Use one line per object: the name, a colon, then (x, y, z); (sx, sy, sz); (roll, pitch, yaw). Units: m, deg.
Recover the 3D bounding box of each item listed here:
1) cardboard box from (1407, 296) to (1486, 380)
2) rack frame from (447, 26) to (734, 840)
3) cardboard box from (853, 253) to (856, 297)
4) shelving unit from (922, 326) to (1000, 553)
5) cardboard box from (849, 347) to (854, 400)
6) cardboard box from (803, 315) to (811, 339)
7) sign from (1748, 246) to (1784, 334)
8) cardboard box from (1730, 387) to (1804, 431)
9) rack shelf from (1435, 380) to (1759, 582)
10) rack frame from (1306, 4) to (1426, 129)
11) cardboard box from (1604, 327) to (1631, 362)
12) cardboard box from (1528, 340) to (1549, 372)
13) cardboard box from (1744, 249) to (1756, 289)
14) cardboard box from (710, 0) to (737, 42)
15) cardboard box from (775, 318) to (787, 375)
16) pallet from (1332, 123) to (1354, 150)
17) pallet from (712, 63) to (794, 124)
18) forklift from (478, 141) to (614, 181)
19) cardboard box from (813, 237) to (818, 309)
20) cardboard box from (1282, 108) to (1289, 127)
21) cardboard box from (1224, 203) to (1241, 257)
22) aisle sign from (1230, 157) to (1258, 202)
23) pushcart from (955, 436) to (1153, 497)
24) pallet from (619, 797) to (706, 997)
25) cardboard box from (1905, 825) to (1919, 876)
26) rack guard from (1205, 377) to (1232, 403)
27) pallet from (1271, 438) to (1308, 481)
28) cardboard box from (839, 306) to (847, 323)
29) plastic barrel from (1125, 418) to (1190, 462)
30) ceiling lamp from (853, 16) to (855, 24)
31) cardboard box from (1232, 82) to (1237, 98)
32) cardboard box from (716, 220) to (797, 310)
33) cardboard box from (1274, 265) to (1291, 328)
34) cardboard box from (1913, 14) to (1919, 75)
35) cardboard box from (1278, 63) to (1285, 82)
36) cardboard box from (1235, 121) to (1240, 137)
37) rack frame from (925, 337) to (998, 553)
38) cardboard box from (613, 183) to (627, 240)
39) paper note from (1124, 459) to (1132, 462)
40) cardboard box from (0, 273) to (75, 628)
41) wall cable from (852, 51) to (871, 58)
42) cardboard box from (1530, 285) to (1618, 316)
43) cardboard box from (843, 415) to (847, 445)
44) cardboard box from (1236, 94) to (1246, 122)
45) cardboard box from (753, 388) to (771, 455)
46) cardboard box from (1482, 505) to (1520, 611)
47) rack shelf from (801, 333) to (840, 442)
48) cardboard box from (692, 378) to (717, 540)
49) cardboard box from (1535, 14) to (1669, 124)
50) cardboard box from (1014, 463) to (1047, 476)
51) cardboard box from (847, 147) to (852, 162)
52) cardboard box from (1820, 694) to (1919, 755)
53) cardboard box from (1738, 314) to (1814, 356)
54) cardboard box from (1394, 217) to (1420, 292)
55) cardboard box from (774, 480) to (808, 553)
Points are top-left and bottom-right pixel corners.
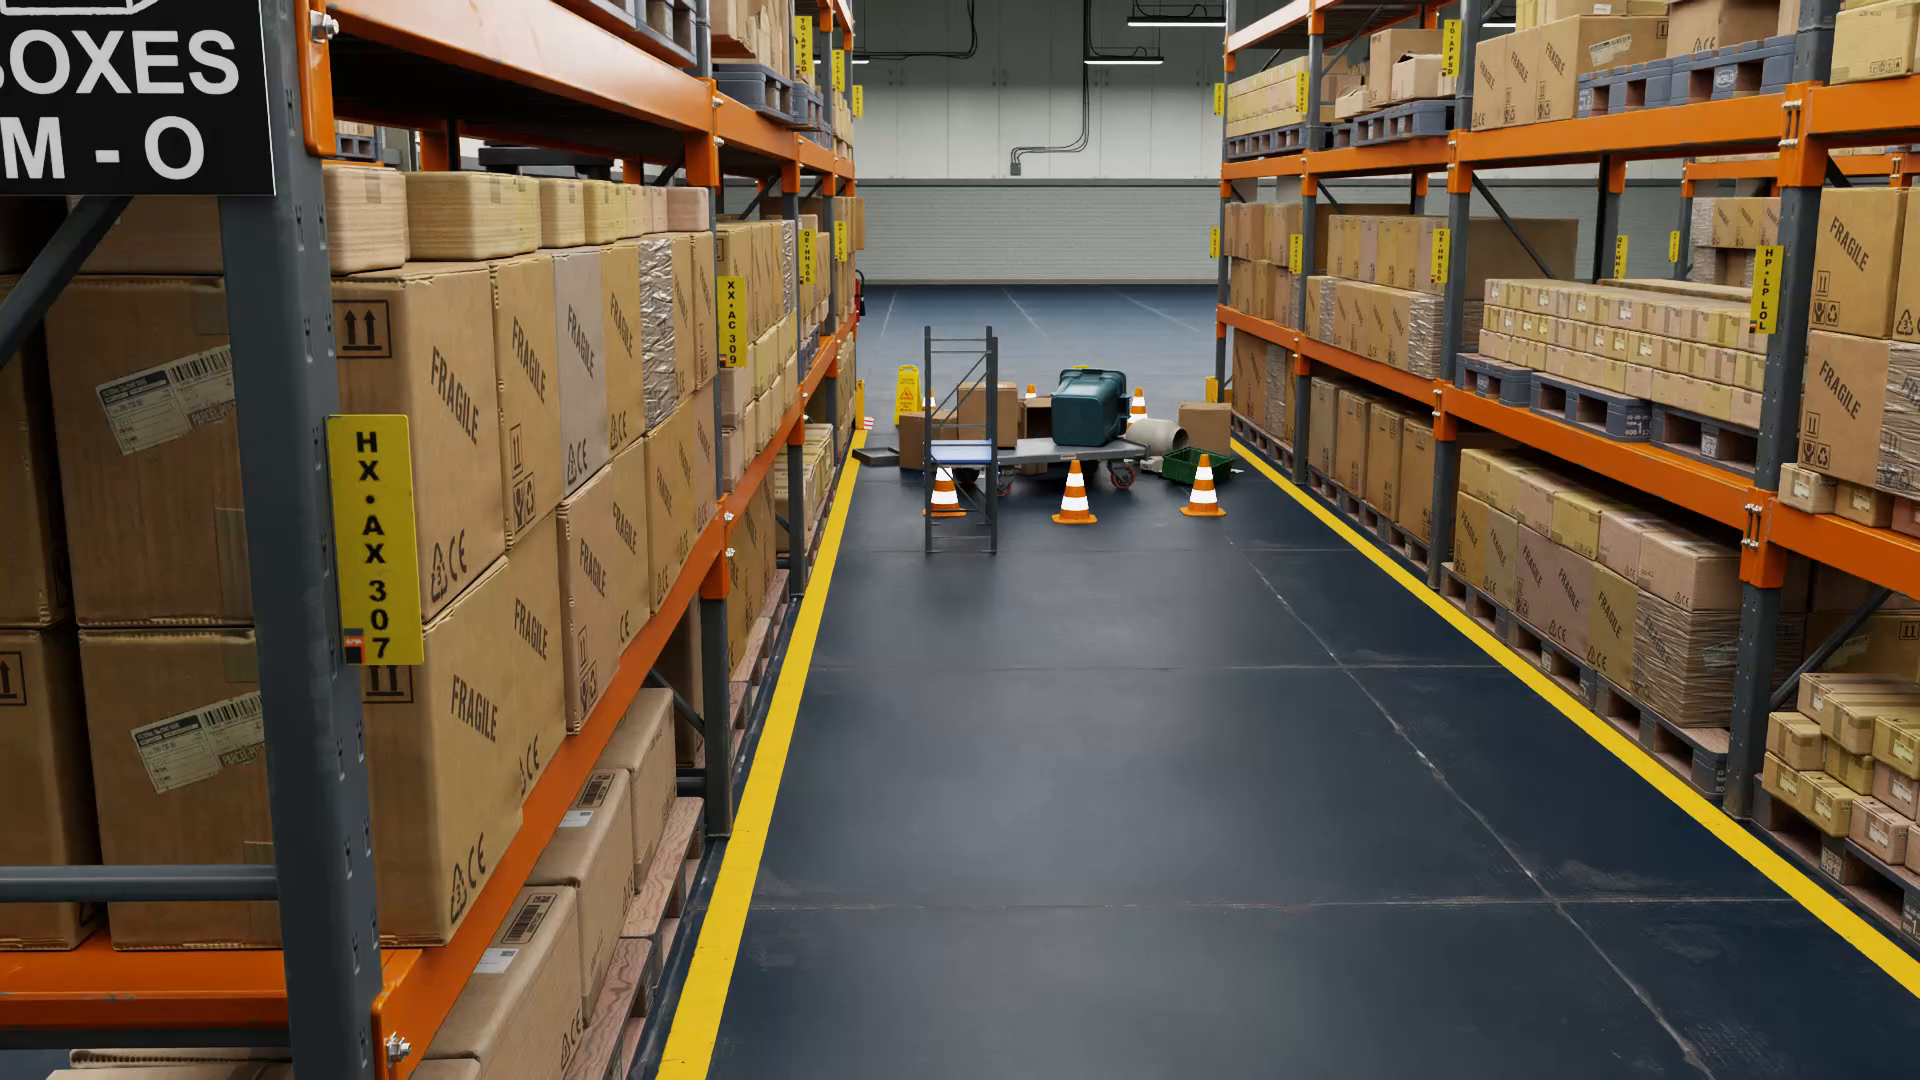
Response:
cardboard box: (3.202, -1.302, 10.680); (0.500, 0.500, 0.500); (0, 11, -1)
rack frame: (-1.385, -0.329, 6.136); (1.000, 3.000, 0.127); (0, 11, -1)
cardboard box: (-1.346, -2.802, 17.328); (0.500, 0.500, 0.500); (0, 11, -2)
shelving unit: (-0.002, -0.752, 11.994); (0.538, 1.500, 1.048); (0, 11, -1)
cardboard box: (-1.341, -1.678, 16.760); (0.500, 0.500, 0.500); (0, 11, 1)
cardboard box: (-1.205, -1.438, 11.177); (0.380, 0.149, 0.250); (0, 11, -1)
sign: (3.007, -0.934, 6.205); (0.100, 0.325, 0.005); (0, 11, -1)
cardboard box: (3.356, -0.530, 6.703); (0.380, 0.149, 0.250); (0, 11, -2)
rack shelf: (3.521, -0.414, 8.366); (1.077, 0.370, 4.000); (0, 11, -1)
rack frame: (3.397, -4.900, 13.577); (1.000, 3.000, 0.127); (0, 11, -1)
cardboard box: (3.326, -0.938, 7.966); (0.380, 0.149, 0.250); (0, 11, -1)
cardboard box: (3.306, -0.997, 9.003); (0.380, 0.149, 0.250); (0, 11, 1)
cardboard box: (8.357, -2.642, 16.537); (0.875, 0.500, 0.500); (0, 11, -1)
cardboard box: (-1.045, -2.040, 6.306); (0.396, 0.266, 0.258); (0, 11, -2)
cardboard box: (-1.158, -0.997, 8.547); (0.500, 0.250, 0.500); (-1, 11, -3)
pallet: (3.465, -3.154, 12.997); (0.805, 0.209, 1.217); (-1, 11, -3)
pallet: (-1.375, -2.151, 8.050); (1.003, 0.211, 1.213); (0, 11, 1)
forklift: (-3.048, -1.701, 13.074); (1.130, 2.935, 3.031); (0, 11, 0)
cardboard box: (-1.283, -1.923, 11.940); (0.500, 0.500, 0.500); (-1, 11, -3)
cardboard box: (3.057, -3.734, 14.699); (0.380, 0.149, 0.250); (0, 11, 0)
cardboard box: (3.283, -3.283, 17.606); (0.875, 0.550, 0.550); (0, 11, -1)
aisle sign: (3.013, -4.042, 17.898); (0.394, 0.787, 0.004); (0, 11, -1)
pushcart: (0.729, -0.653, 14.330); (1.648, 0.377, 0.936); (-4, 12, -21)
pallet: (-1.447, 1.189, 5.666); (1.003, 0.211, 1.213); (0, 11, -1)
cardboard box: (3.366, 1.048, 5.462); (0.380, 0.149, 0.250); (0, 11, -2)
rack guard: (3.314, -1.534, 18.365); (1.175, 0.500, 0.348); (0, 11, -1)
pallet: (3.459, -0.744, 15.197); (1.003, 0.211, 1.213); (0, 11, -1)
cardboard box: (-1.253, -2.114, 15.568); (0.380, 0.149, 0.250); (0, 11, -1)
plastic barrel: (1.840, -0.916, 15.510); (0.512, 0.421, 0.421); (9, 15, 38)
ceiling lamp: (-3.085, -11.756, 32.691); (2.000, 3.185, 0.800); (0, 11, -1)
cardboard box: (3.007, -4.630, 17.109); (0.380, 0.149, 0.250); (0, 11, -1)
cardboard box: (-1.195, -1.561, 9.444); (0.500, 0.500, 0.500); (-1, 11, -3)
cardboard box: (3.343, -2.216, 15.058); (0.875, 0.550, 0.550); (0, 11, -1)
cardboard box: (3.328, -1.573, 5.102); (0.500, 0.250, 0.500); (0, 11, -2)
cardboard box: (3.056, -4.173, 14.860); (0.380, 0.149, 0.250); (0, 11, 0)
cardboard box: (3.012, -4.186, 16.930); (0.380, 0.149, 0.250); (0, 11, -1)
rack frame: (0.009, -0.651, 11.495); (0.500, 1.500, 0.032); (0, 11, -1)
cardboard box: (-1.097, -0.871, 4.412); (0.380, 0.149, 0.250); (0, 11, -2)
paper note: (1.539, -0.763, 15.763); (0.172, 0.023, 0.155); (4, 12, 18)
cardboard box: (-1.550, -0.168, 2.574); (0.500, 0.500, 0.500); (0, 11, 1)
wall cable: (-4.136, -13.010, 48.662); (3.097, 2.526, 0.112); (0, 11, -1)
cardboard box: (3.309, -1.291, 8.958); (0.380, 0.149, 0.250); (-1, 11, -4)
cardboard box: (-1.314, -1.002, 15.312); (0.500, 0.250, 0.500); (0, 11, 2)
cardboard box: (3.079, -4.354, 16.753); (0.500, 0.250, 0.500); (0, 11, -2)
cardboard box: (-1.137, -0.549, 7.596); (0.500, 0.250, 0.500); (0, 11, -2)
cardboard box: (3.253, 0.096, 9.270); (0.500, 0.500, 0.500); (0, 11, 0)
rack shelf: (-1.509, -1.169, 12.086); (1.077, 0.370, 4.000); (0, 11, -1)
cardboard box: (-1.119, -0.287, 5.676); (0.500, 0.500, 0.500); (0, 11, -1)
cardboard box: (3.258, -2.370, 8.401); (0.500, 0.500, 0.500); (0, 11, -1)
cardboard box: (0.579, -0.750, 15.088); (0.258, 0.266, 0.396); (-10, 15, -40)
cardboard box: (-1.308, -3.942, 17.033); (0.380, 0.149, 0.250); (0, 11, -1)
cardboard box: (3.309, 0.655, 5.905); (0.380, 0.149, 0.250); (0, 11, 2)
cardboard box: (3.359, -0.822, 6.648); (0.380, 0.149, 0.250); (0, 11, 1)
cardboard box: (3.456, -1.995, 11.583); (0.700, 0.500, 0.500); (0, 11, -2)
cardboard box: (-1.469, -0.154, 10.828); (0.950, 0.372, 0.625); (-1, 12, -5)
